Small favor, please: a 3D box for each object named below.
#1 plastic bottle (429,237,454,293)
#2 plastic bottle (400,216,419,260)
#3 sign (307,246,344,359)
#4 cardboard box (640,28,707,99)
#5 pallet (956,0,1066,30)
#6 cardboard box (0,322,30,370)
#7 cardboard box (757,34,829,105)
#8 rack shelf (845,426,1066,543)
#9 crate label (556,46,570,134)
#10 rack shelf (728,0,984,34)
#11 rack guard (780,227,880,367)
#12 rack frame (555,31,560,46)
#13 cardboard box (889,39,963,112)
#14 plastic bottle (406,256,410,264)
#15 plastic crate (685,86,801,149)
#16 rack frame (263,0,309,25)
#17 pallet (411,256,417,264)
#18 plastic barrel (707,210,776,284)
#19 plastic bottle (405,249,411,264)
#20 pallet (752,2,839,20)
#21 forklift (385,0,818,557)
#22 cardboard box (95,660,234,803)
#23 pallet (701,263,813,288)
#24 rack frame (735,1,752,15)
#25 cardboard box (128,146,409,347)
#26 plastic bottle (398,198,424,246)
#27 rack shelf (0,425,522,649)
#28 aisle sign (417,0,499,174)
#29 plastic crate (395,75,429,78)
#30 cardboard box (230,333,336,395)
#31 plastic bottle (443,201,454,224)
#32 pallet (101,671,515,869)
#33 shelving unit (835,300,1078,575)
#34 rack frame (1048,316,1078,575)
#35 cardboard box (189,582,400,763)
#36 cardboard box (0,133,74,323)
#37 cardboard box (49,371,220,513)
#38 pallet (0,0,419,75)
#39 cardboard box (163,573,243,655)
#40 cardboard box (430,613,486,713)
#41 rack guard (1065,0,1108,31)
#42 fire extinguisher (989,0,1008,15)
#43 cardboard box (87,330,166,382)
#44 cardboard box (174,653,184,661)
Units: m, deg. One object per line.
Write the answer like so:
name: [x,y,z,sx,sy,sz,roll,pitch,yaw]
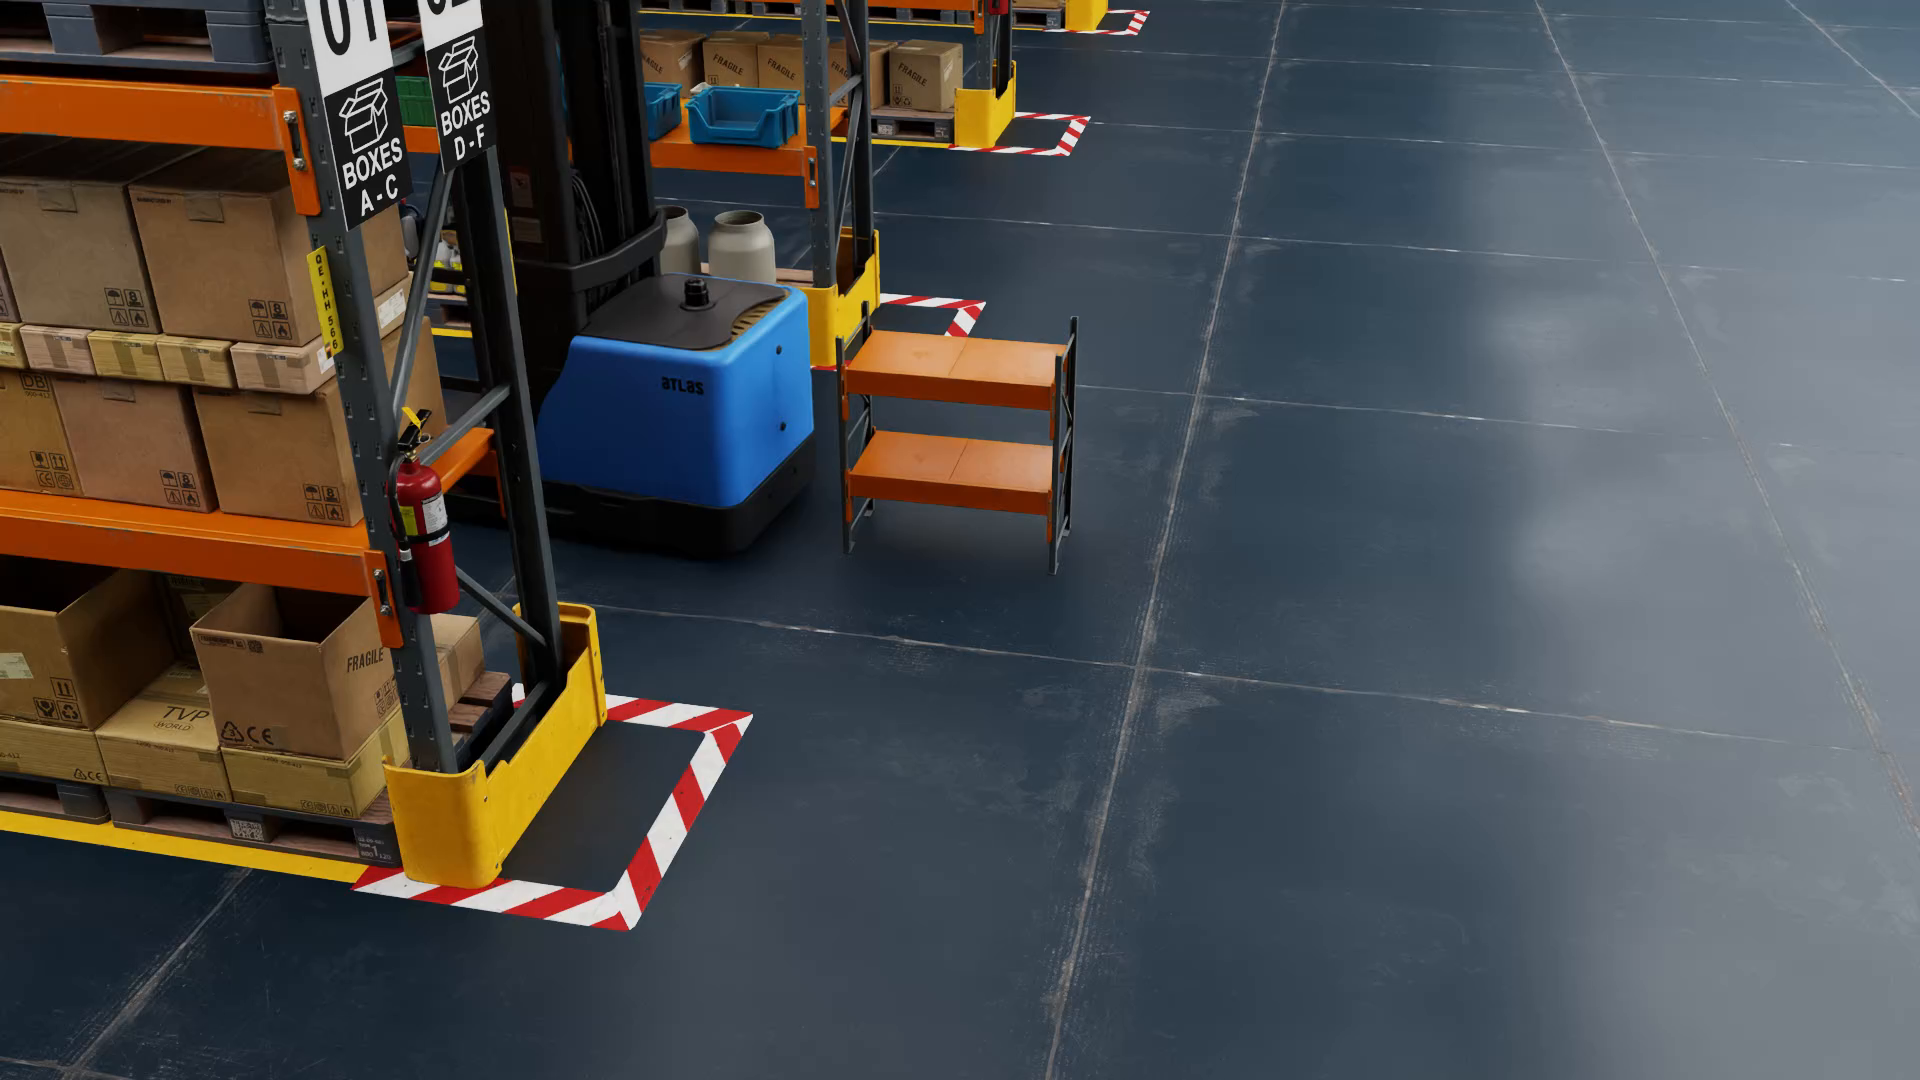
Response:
plastic bottle: [-3.337,-1.771,10.662,0.185,0.351,0.144,6,29,10]
plastic bottle: [-3.769,-2.055,11.259,0.135,0.276,0.152,6,29,11]
sign: [-1.893,-0.709,4.969,0.005,0.325,0.100,6,29,11]
cardboard box: [-2.661,-4.379,15.290,0.500,0.500,0.500,16,32,26]
pallet: [0.642,-6.142,19.249,1.213,0.211,1.003,6,29,11]
cardboard box: [-3.189,-0.732,5.683,0.250,0.149,0.380,7,29,12]
cardboard box: [-1.501,-4.276,15.103,0.500,0.500,0.500,9,30,15]
rack shelf: [-0.007,-0.280,8.099,1.000,0.278,0.538,6,29,11]
crate label: [-2.585,-2.750,10.112,0.616,0.435,0.502,6,29,11]
rack shelf: [-1.650,-4.888,14.803,4.000,0.370,1.077,6,29,11]
rack guard: [-0.813,-1.566,10.589,0.348,0.500,1.175,6,29,11]
rack frame: [-3.606,-5.404,14.997,0.127,3.000,1.000,6,29,11]
cardboard box: [-0.301,-4.161,14.892,0.500,0.500,0.500,11,31,20]
plastic bottle: [-3.600,-1.748,10.690,0.133,0.283,0.061,7,30,13]
plastic crate: [-1.280,-2.521,9.886,0.616,0.251,0.499,6,29,11]
rack frame: [-1.767,-2.982,4.326,0.127,3.000,1.000,6,29,11]
pallet: [-3.992,-1.768,11.259,1.213,0.211,1.003,6,29,11]
plastic barrel: [-1.388,-1.800,10.567,0.421,0.512,0.421,0,29,0]
plastic bottle: [-3.601,-1.782,10.764,0.097,0.271,0.097,0,29,0]
pallet: [-1.744,-6.387,19.696,1.213,0.211,1.003,6,29,11]
forklift: [-2.321,-1.619,8.155,3.031,2.935,1.130,9,30,17]
cardboard box: [-2.844,0.712,6.253,0.500,0.250,0.500,6,29,11]
pallet: [-1.606,-1.523,10.812,1.213,0.211,1.003,6,29,11]
rack frame: [-2.471,-7.723,19.233,0.127,3.000,1.000,6,29,11]
cardboard box: [-2.272,-1.022,5.538,0.500,0.500,0.700,6,29,11]
plastic bottle: [-3.763,-2.160,11.373,0.185,0.351,0.144,4,29,8]
rack shelf: [-3.722,-0.236,6.306,4.000,0.370,1.077,6,29,11]
aisle sign: [-1.638,-1.628,5.394,0.004,0.787,0.394,6,29,11]
plastic crate: [-3.501,-3.029,10.814,0.616,0.251,0.499,6,29,11]
cardboard box: [-2.180,-0.628,5.494,0.250,0.149,0.380,5,29,10]
plastic bottle: [-3.447,-2.128,11.314,0.185,0.351,0.144,6,29,10]
pallet: [-2.523,0.815,6.541,1.213,0.211,1.003,6,29,11]
shelving unit: [-0.007,-0.494,7.981,1.048,1.125,0.538,6,29,11]
rack frame: [0.491,-0.443,7.888,0.032,1.125,0.500,6,29,11]
cardboard box: [-2.353,0.428,5.989,0.500,0.500,0.500,6,29,11]
cardboard box: [-3.281,-1.122,5.721,0.500,0.500,0.700,6,29,11]
cardboard box: [-2.735,-0.498,5.932,0.500,0.500,0.700,7,29,12]
pallet: [-2.453,-1.711,5.220,1.213,0.211,1.003,6,29,11]
cardboard box: [-2.734,0.135,6.525,0.500,0.500,0.500,6,29,11]
cardboard box: [-2.245,0.513,6.616,0.500,0.250,0.500,6,29,11]
rack guard: [1.464,-6.223,19.096,0.348,0.500,1.175,6,29,11]
fire extinguisher: [0.322,-4.741,13.866,0.183,0.674,0.296,6,29,11]
cardboard box: [-2.686,-0.679,5.587,0.250,0.149,0.380,5,29,10]
cardboard box: [-3.223,0.414,6.796,0.500,0.250,0.500,6,29,11]
